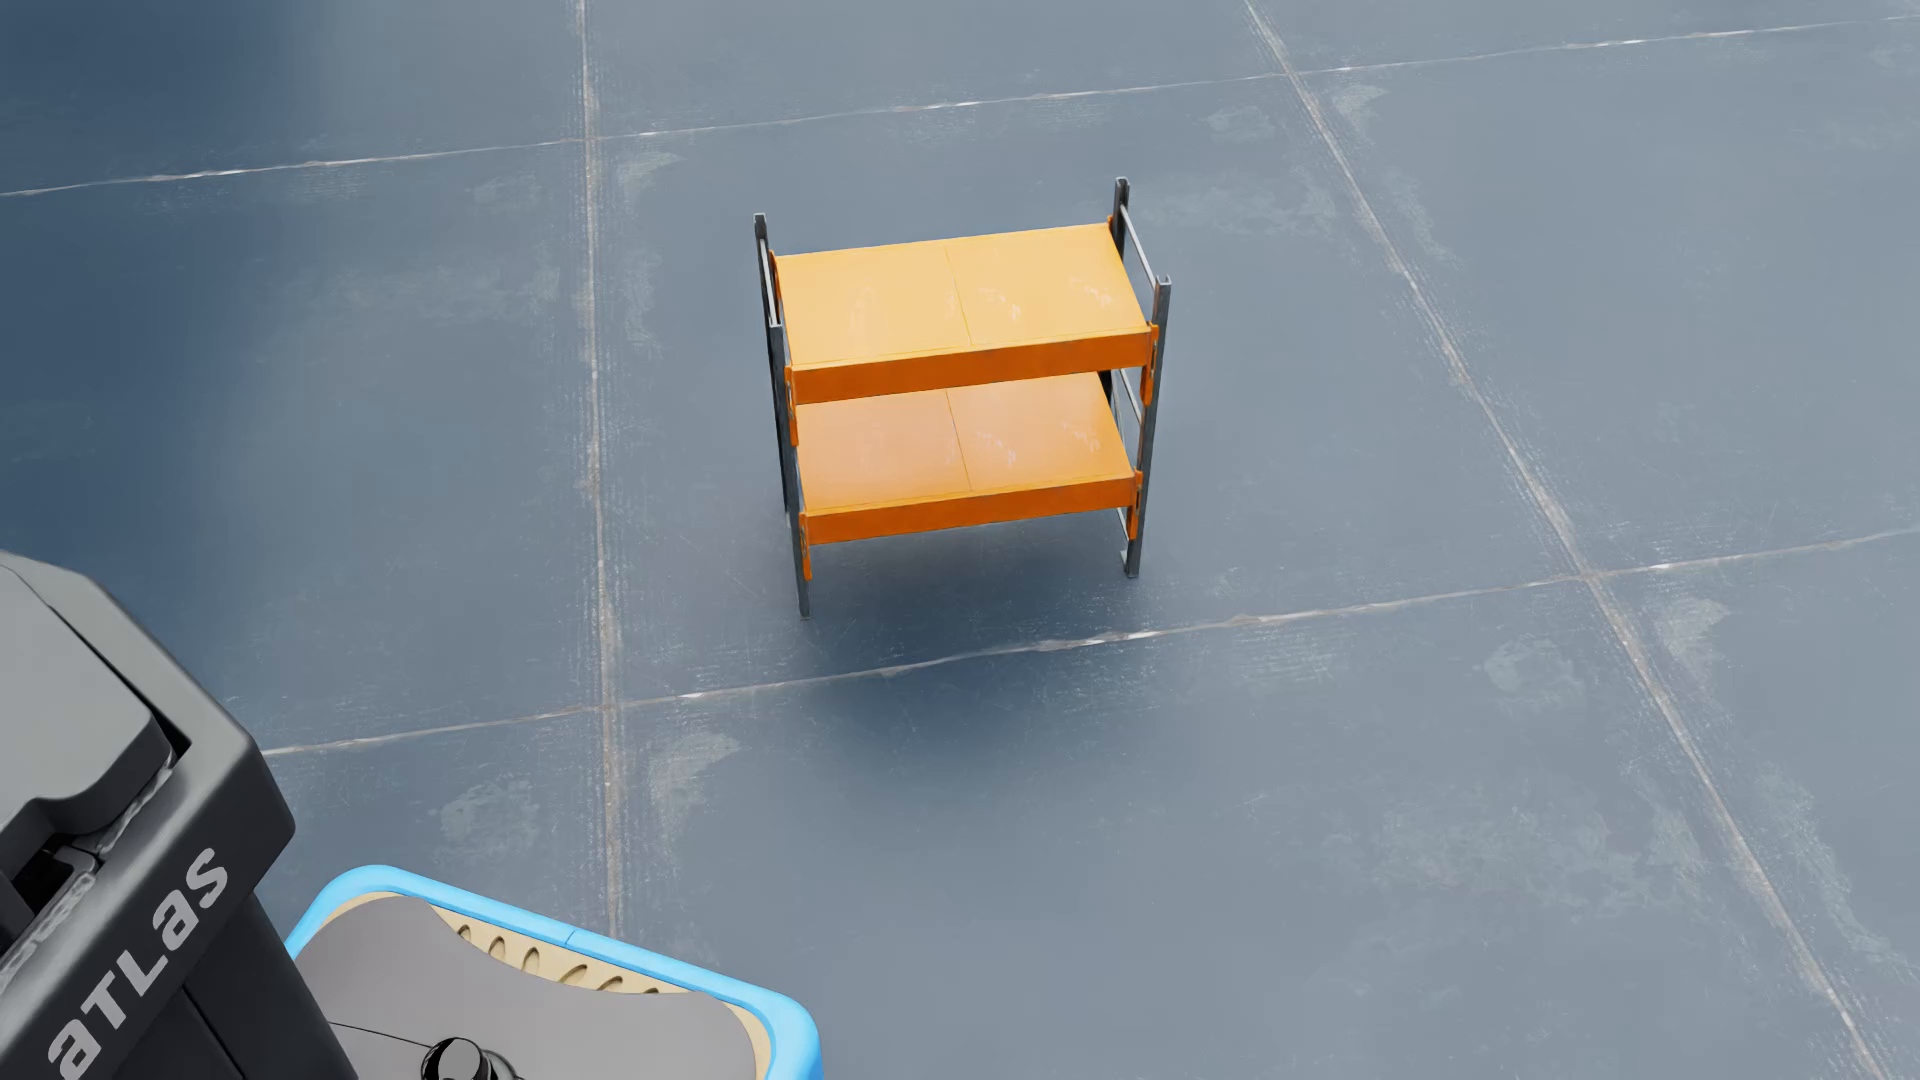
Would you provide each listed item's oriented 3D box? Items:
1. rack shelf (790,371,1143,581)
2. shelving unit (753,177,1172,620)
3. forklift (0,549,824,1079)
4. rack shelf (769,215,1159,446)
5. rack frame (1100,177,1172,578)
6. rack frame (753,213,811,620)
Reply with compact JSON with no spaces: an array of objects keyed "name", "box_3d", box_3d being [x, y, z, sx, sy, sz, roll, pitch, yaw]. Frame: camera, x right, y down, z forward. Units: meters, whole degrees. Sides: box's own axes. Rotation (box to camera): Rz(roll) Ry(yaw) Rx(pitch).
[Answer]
[{"name":"rack shelf","box_3d":[-0.007,-0.220,5.020,1.000,0.278,0.538,-7,46,-7]},{"name":"shelving unit","box_3d":[-0.007,-0.389,4.844,1.048,1.125,0.538,-7,46,-7]},{"name":"forklift","box_3d":[-1.203,1.450,1.818,1.130,2.935,3.031,14,48,13]},{"name":"rack shelf","box_3d":[-0.007,-0.593,4.633,1.000,0.278,0.538,-7,46,-7]},{"name":"rack frame","box_3d":[0.494,-0.452,4.904,0.032,1.125,0.500,-7,46,-7]},{"name":"rack frame","box_3d":[-0.508,-0.327,4.784,0.032,1.125,0.500,-7,46,-7]}]
